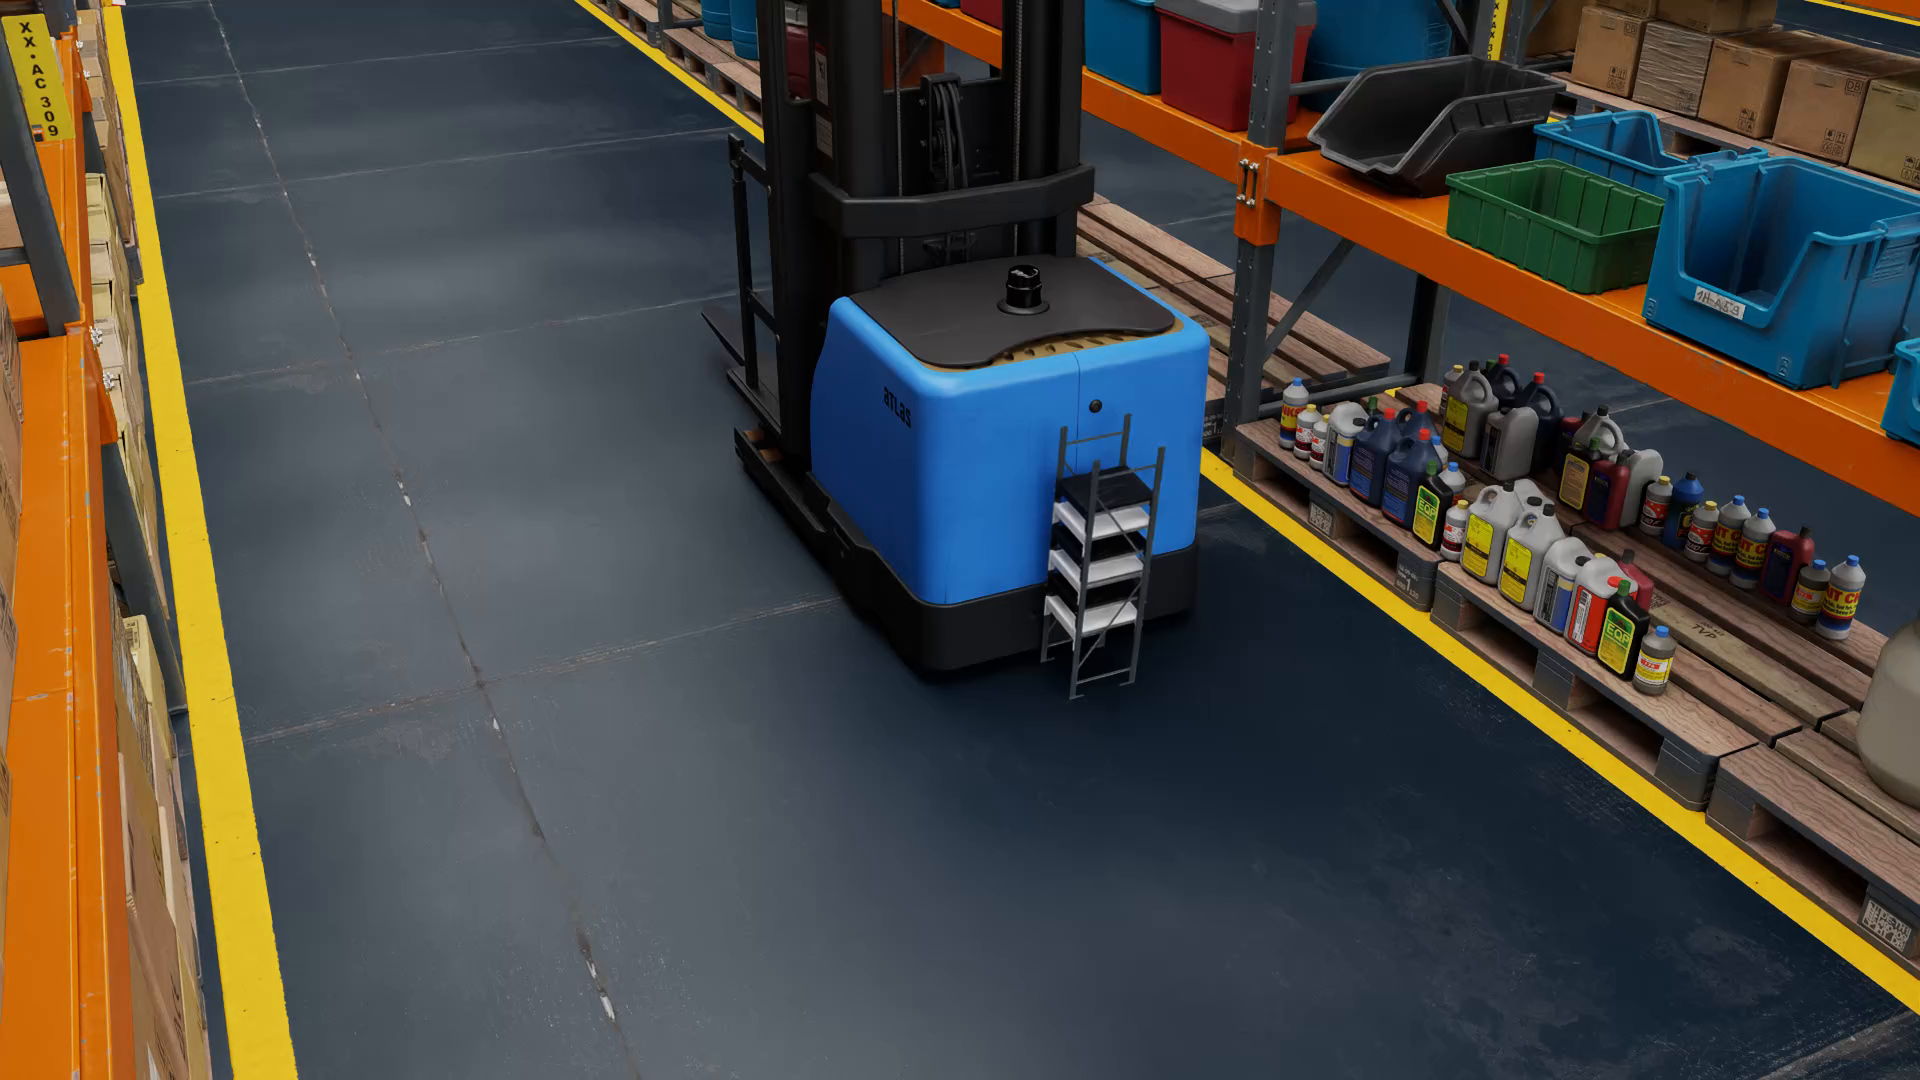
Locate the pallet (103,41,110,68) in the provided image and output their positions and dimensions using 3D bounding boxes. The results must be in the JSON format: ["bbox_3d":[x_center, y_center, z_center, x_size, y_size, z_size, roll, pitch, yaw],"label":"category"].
[{"bbox_3d":[-6.658,-3.308,11.934,1.003,0.211,1.213,-13,32,-22],"label":"pallet"}]

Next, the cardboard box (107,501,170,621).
[{"bbox_3d":[-2.879,0.099,5.389,0.500,0.250,0.500,-14,32,-23],"label":"cardboard box"}]

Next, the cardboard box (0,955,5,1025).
[{"bbox_3d":[-1.631,0.596,2.018,0.700,0.500,0.500,-12,32,-21],"label":"cardboard box"}]

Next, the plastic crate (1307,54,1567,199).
[{"bbox_3d":[1.656,-1.441,5.816,0.767,0.338,0.504,-13,32,-22],"label":"plastic crate"}]

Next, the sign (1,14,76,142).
[{"bbox_3d":[-2.429,-1.217,4.387,0.100,0.325,0.005,-13,32,-22],"label":"sign"}]

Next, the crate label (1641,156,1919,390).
[{"bbox_3d":[2.229,-0.730,4.449,0.502,0.435,0.616,-13,32,-22],"label":"crate label"}]

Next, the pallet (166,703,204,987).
[{"bbox_3d":[-2.626,0.889,4.448,1.003,0.211,1.213,-13,32,-22],"label":"pallet"}]

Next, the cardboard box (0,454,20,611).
[{"bbox_3d":[-2.289,-0.082,3.227,0.700,0.500,0.500,-13,32,-21],"label":"cardboard box"}]

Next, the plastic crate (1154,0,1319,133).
[{"bbox_3d":[1.062,-1.903,6.512,0.402,0.464,0.583,-13,32,-22],"label":"plastic crate"}]

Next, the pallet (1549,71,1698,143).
[{"bbox_3d":[4.636,-2.971,11.332,1.003,0.211,1.213,-13,32,-22],"label":"pallet"}]

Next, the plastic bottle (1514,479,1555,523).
[{"bbox_3d":[1.904,-0.057,5.619,0.152,0.276,0.135,-13,32,-22],"label":"plastic bottle"}]

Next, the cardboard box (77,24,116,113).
[{"bbox_3d":[-5.688,-2.945,10.540,0.500,0.500,0.500,-13,32,-22],"label":"cardboard box"}]

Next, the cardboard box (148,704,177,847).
[{"bbox_3d":[-2.327,0.711,4.297,0.500,0.250,0.500,-13,32,-22],"label":"cardboard box"}]

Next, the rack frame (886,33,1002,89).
[{"bbox_3d":[-0.171,-3.493,9.411,1.000,3.000,0.127,-13,32,-22],"label":"rack frame"}]

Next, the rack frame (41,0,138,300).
[{"bbox_3d":[-4.646,-2.454,7.560,1.000,3.000,0.127,-13,32,-22],"label":"rack frame"}]

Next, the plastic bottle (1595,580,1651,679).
[{"bbox_3d":[2.012,0.267,5.034,0.061,0.283,0.133,-12,32,-21],"label":"plastic bottle"}]

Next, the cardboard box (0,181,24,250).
[{"bbox_3d":[-3.125,-1.012,5.245,0.380,0.149,0.250,-13,32,-22],"label":"cardboard box"}]

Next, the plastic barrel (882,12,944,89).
[{"bbox_3d":[-0.396,-2.942,10.219,0.600,0.830,0.708,-13,32,-22],"label":"plastic barrel"}]

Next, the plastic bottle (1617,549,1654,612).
[{"bbox_3d":[2.091,0.175,5.198,0.061,0.283,0.133,-13,32,-22],"label":"plastic bottle"}]

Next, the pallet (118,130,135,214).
[{"bbox_3d":[-5.453,-2.114,9.804,1.003,0.211,1.213,-13,32,-22],"label":"pallet"}]

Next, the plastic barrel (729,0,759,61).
[{"bbox_3d":[-1.366,-3.971,11.980,0.600,0.901,0.708,-13,32,-22],"label":"plastic barrel"}]

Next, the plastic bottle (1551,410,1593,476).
[{"bbox_3d":[2.273,-0.361,6.154,0.061,0.283,0.133,-11,31,-19],"label":"plastic bottle"}]

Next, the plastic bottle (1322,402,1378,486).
[{"bbox_3d":[1.451,-0.360,6.159,0.152,0.276,0.135,-12,31,-20],"label":"plastic bottle"}]

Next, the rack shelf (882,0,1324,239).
[{"bbox_3d":[0.688,-2.295,8.012,1.077,0.370,4.000,-13,32,-22],"label":"rack shelf"}]

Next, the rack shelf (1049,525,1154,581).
[{"bbox_3d":[0.438,0.017,5.167,0.258,0.077,0.200,-13,38,-22],"label":"rack shelf"}]

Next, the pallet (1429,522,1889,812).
[{"bbox_3d":[2.324,0.336,5.435,1.003,0.211,1.213,-13,32,-22],"label":"pallet"}]

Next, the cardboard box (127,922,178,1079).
[{"bbox_3d":[-1.684,1.047,2.932,0.500,0.500,0.500,-13,32,-22],"label":"cardboard box"}]

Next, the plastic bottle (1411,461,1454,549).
[{"bbox_3d":[1.632,-0.124,5.732,0.061,0.283,0.133,-12,31,-20],"label":"plastic bottle"}]

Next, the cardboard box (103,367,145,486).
[{"bbox_3d":[-3.092,-0.373,5.656,0.500,0.311,0.500,-13,32,-23],"label":"cardboard box"}]

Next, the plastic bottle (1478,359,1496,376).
[{"bbox_3d":[2.051,-0.589,6.562,0.061,0.283,0.133,-11,31,-20],"label":"plastic bottle"}]

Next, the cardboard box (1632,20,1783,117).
[{"bbox_3d":[4.858,-3.100,10.817,0.700,0.500,0.500,-16,33,-26],"label":"cardboard box"}]

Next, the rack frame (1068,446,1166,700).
[{"bbox_3d":[0.478,0.117,5.125,0.240,0.900,0.006,-13,38,-22],"label":"rack frame"}]

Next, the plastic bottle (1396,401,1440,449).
[{"bbox_3d":[1.648,-0.349,6.063,0.144,0.351,0.185,-13,32,-22],"label":"plastic bottle"}]

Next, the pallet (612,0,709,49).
[{"bbox_3d":[-2.239,-4.360,13.809,1.003,0.211,1.213,-13,32,-22],"label":"pallet"}]

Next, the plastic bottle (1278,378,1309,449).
[{"bbox_3d":[1.287,-0.495,6.405,0.097,0.271,0.097,0,29,0],"label":"plastic bottle"}]

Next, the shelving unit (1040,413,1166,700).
[{"bbox_3d":[0.435,0.063,5.200,0.258,0.900,0.210,-13,38,-22],"label":"shelving unit"}]

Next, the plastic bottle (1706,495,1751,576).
[{"bbox_3d":[2.576,-0.022,5.563,0.097,0.271,0.097,0,29,0],"label":"plastic bottle"}]

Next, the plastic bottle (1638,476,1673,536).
[{"bbox_3d":[2.446,-0.126,5.820,0.097,0.201,0.097,0,29,0],"label":"plastic bottle"}]

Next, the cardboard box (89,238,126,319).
[{"bbox_3d":[-3.756,-1.051,6.866,0.500,0.311,0.500,-13,32,-22],"label":"cardboard box"}]

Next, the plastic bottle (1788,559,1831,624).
[{"bbox_3d":[2.722,0.158,5.313,0.097,0.201,0.097,0,29,0],"label":"plastic bottle"}]

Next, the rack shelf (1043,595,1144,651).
[{"bbox_3d":[0.426,0.239,5.321,0.258,0.077,0.200,-13,38,-22],"label":"rack shelf"}]

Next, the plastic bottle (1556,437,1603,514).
[{"bbox_3d":[2.222,-0.248,5.954,0.061,0.283,0.133,-13,32,-22],"label":"plastic bottle"}]

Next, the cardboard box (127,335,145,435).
[{"bbox_3d":[-3.539,-0.580,6.600,0.500,0.250,0.500,-12,32,-21],"label":"cardboard box"}]

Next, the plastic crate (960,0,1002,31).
[{"bbox_3d":[0.246,-2.742,8.008,0.402,0.464,0.583,-13,32,-22],"label":"plastic crate"}]

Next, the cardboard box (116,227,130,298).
[{"bbox_3d":[-4.200,-1.257,7.806,0.500,0.250,0.500,-12,32,-21],"label":"cardboard box"}]

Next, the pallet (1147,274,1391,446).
[{"bbox_3d":[1.174,-0.848,7.547,1.003,0.211,1.213,-13,32,-22],"label":"pallet"}]

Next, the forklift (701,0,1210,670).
[{"bbox_3d":[-0.263,-1.559,6.033,1.130,2.935,3.031,-13,32,-21],"label":"forklift"}]

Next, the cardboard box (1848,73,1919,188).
[{"bbox_3d":[5.588,-2.358,9.493,0.700,0.500,0.500,-13,32,-22],"label":"cardboard box"}]

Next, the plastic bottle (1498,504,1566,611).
[{"bbox_3d":[1.861,0.035,5.379,0.144,0.351,0.185,-12,31,-20],"label":"plastic bottle"}]

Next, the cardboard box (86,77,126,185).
[{"bbox_3d":[-5.024,-2.269,9.336,0.500,0.500,0.500,-14,32,-23],"label":"cardboard box"}]

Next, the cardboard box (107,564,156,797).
[{"bbox_3d":[-2.329,0.384,4.113,0.500,0.500,0.500,-13,32,-22],"label":"cardboard box"}]

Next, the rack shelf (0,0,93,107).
[{"bbox_3d":[-5.505,-3.024,9.311,1.077,0.370,4.000,-13,32,-22],"label":"rack shelf"}]

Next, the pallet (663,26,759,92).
[{"bbox_3d":[-1.595,-3.694,12.621,1.003,0.211,1.213,-13,32,-22],"label":"pallet"}]
